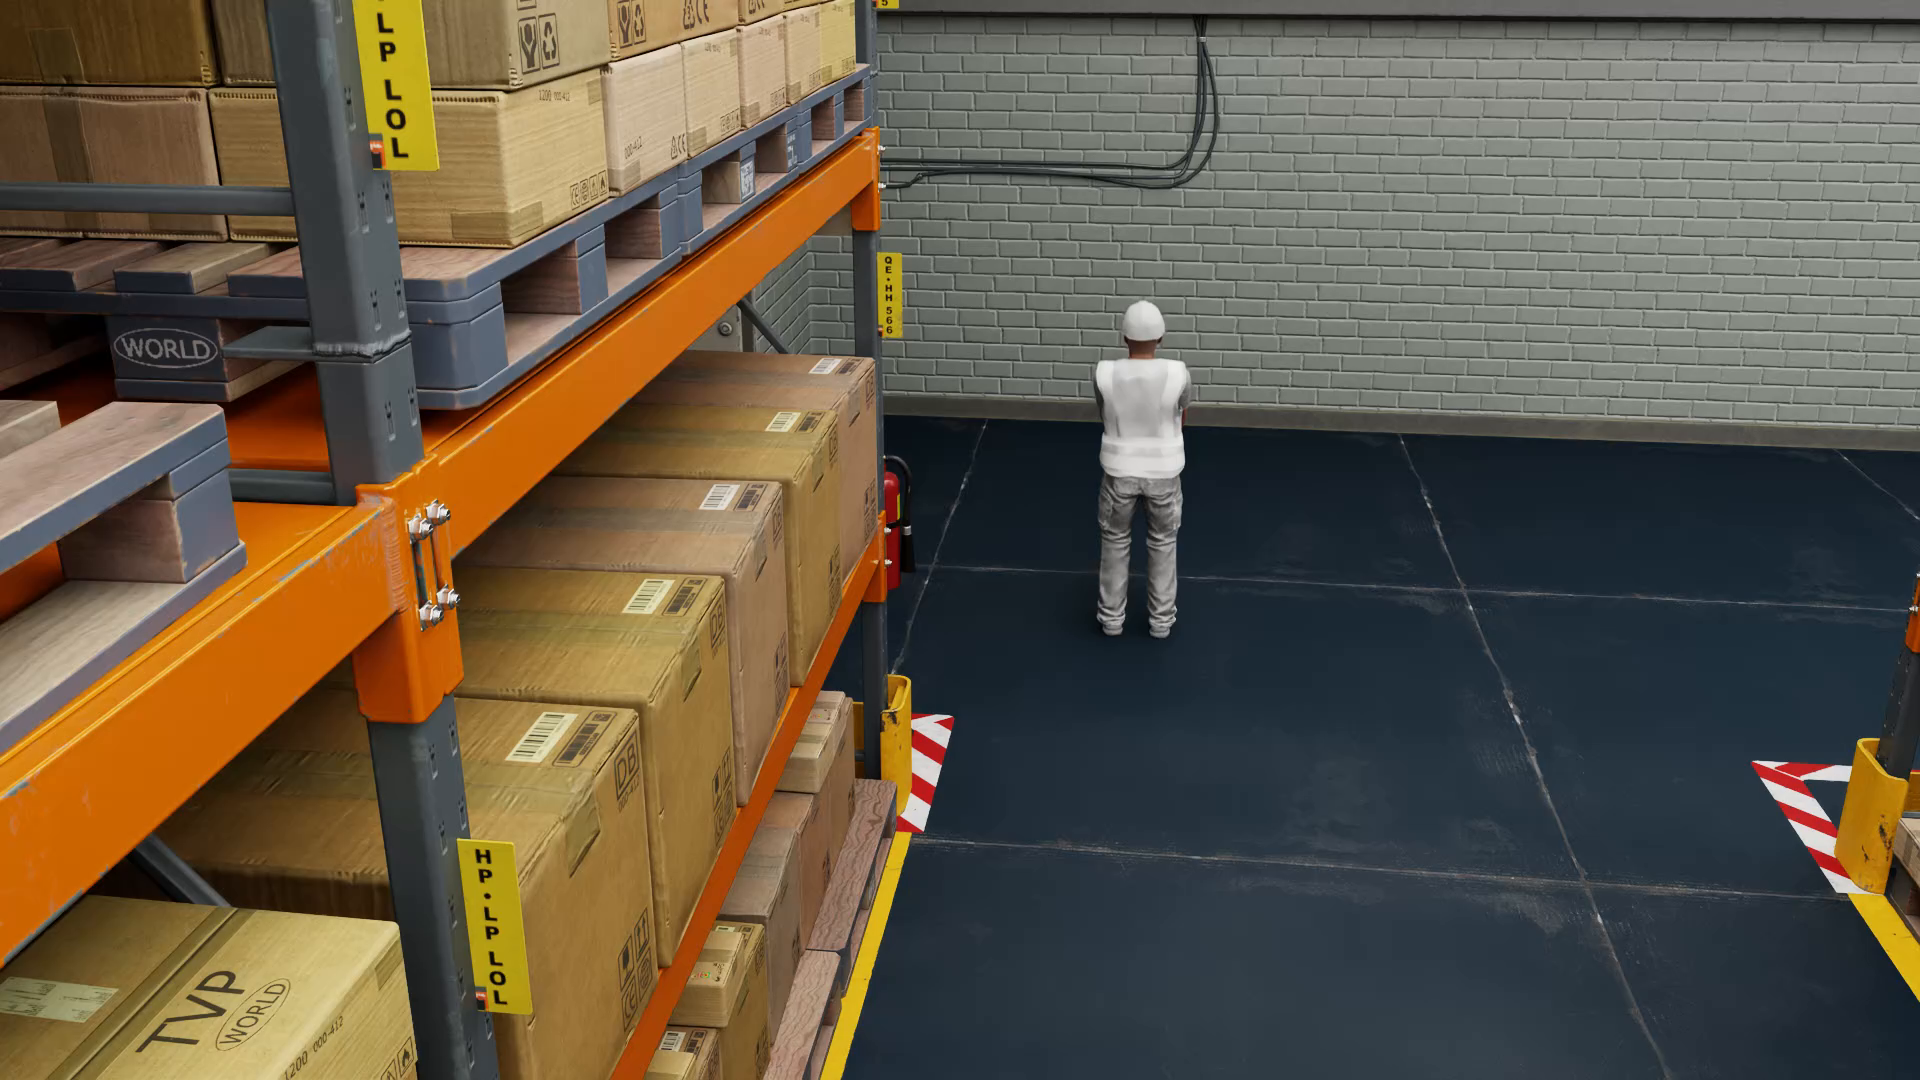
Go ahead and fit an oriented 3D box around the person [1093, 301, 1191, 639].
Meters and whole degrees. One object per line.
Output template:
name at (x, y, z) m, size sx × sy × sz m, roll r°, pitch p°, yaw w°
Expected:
person at (0.926, -0.388, 8.574) m, size 0.487 × 1.778 × 0.574 m, roll 3°, pitch 21°, yaw 7°
